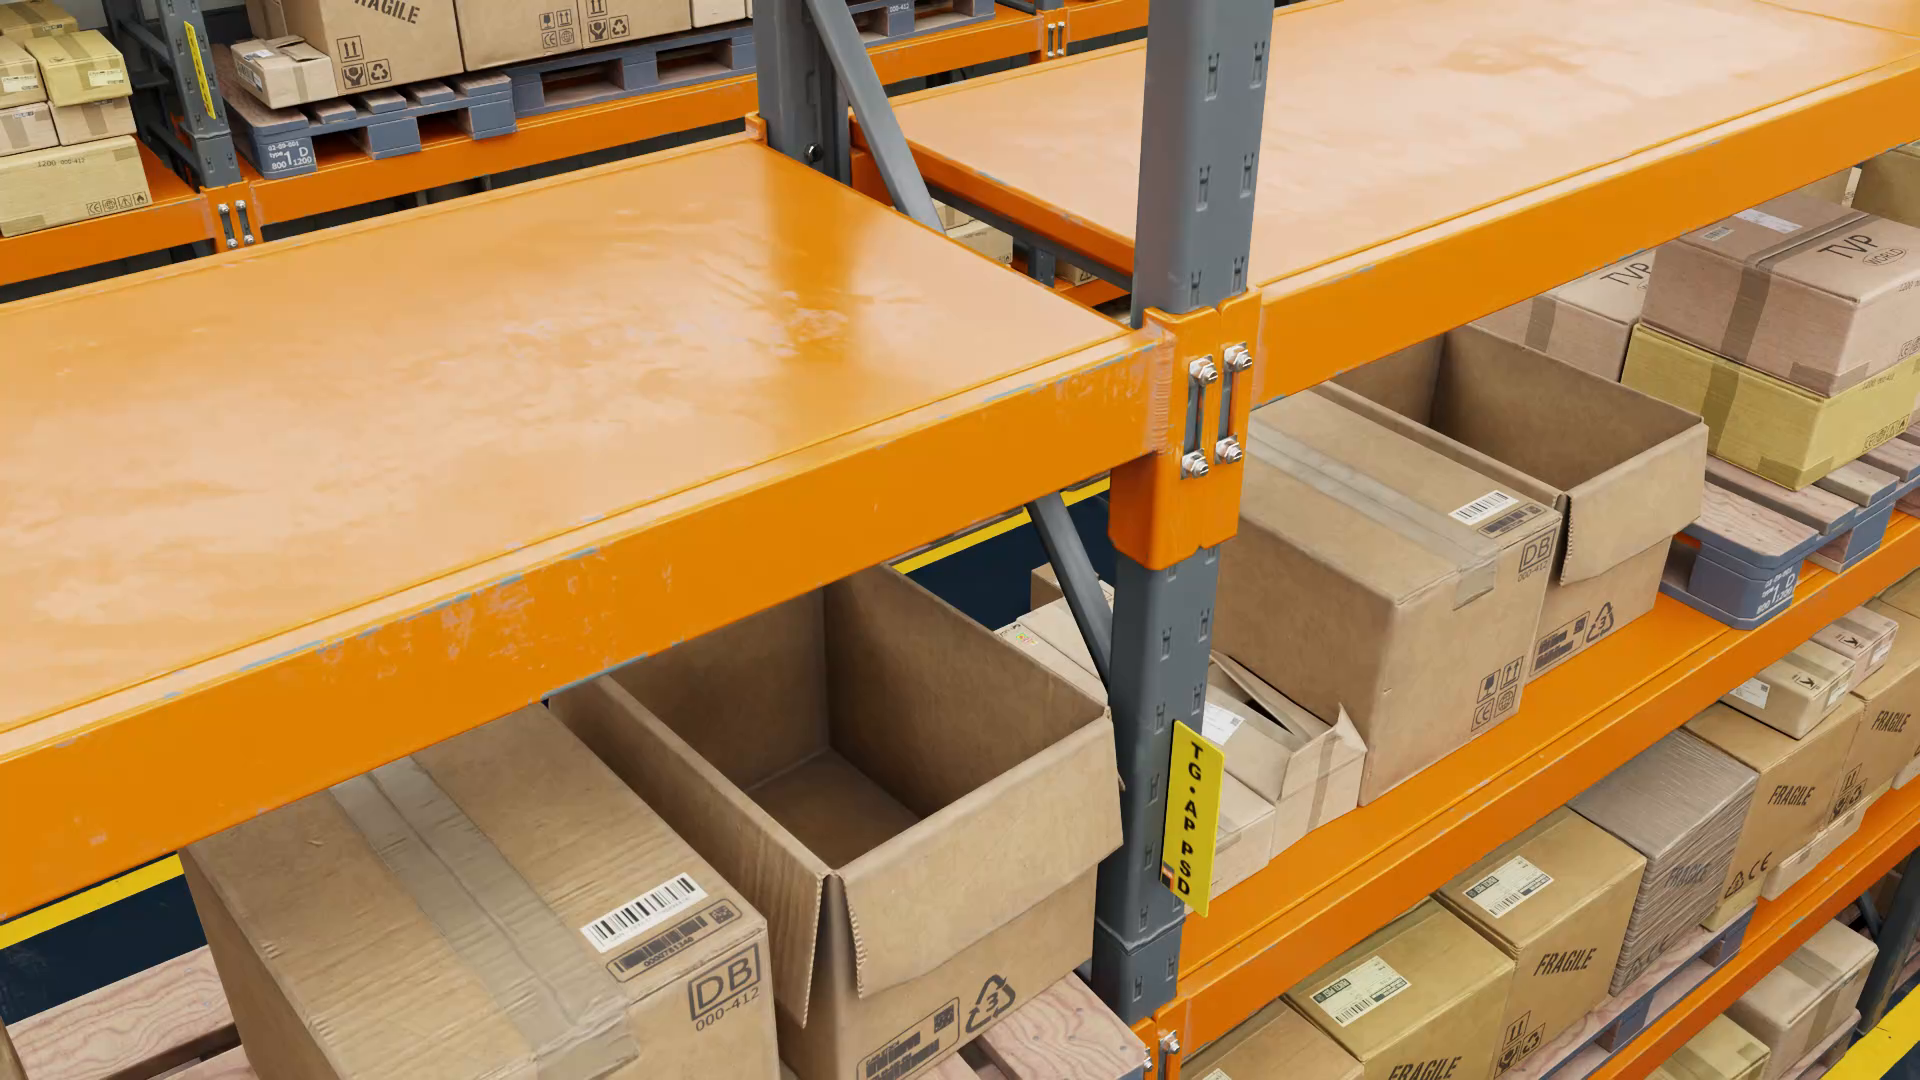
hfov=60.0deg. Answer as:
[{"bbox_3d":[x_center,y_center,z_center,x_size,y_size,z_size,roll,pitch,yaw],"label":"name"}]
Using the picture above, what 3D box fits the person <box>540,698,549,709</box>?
[{"bbox_3d":[-1.612,0.572,6.888,0.354,1.634,0.473,-24,40,-33],"label":"person"}]
